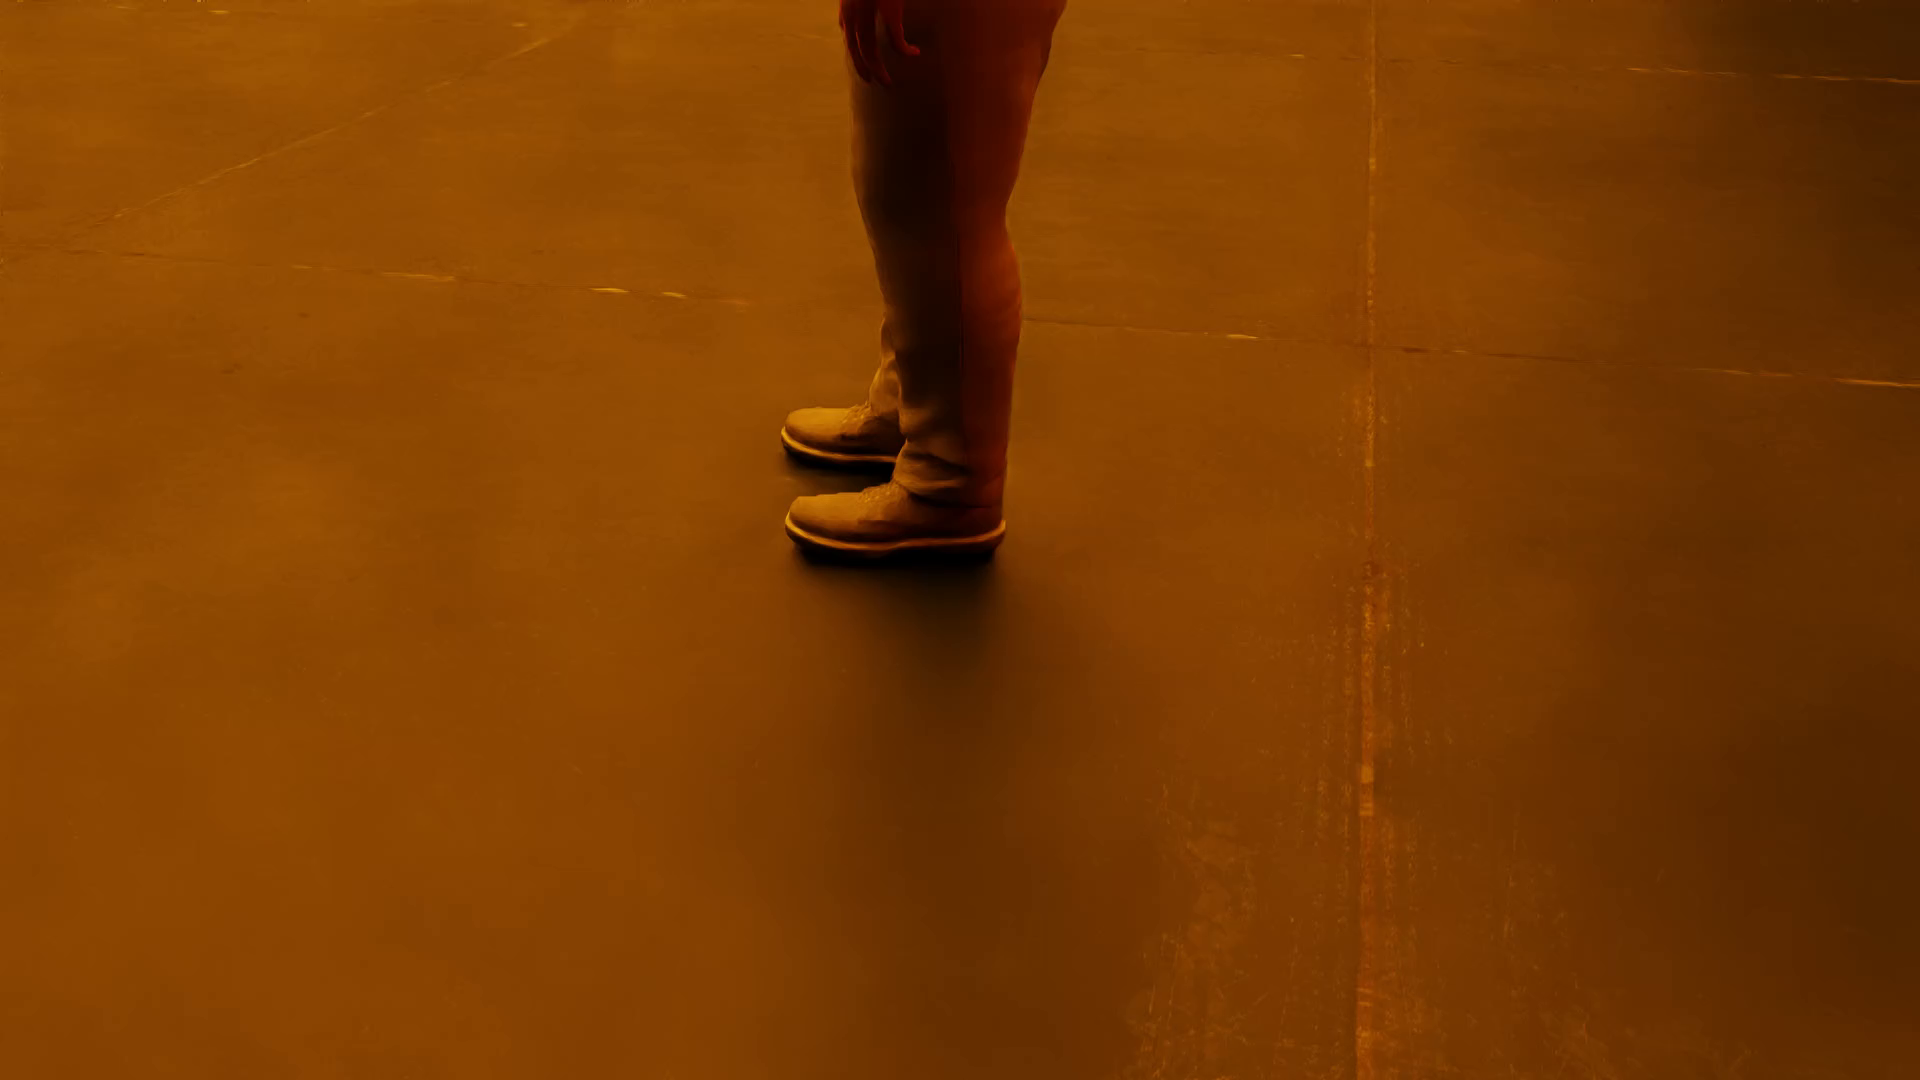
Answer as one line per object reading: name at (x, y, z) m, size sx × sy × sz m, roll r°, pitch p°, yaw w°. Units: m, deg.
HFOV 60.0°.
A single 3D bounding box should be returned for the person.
person at (-0.073, -0.815, 2.121) m, size 0.574 × 1.778 × 0.640 m, roll 6°, pitch 27°, yaw 11°
